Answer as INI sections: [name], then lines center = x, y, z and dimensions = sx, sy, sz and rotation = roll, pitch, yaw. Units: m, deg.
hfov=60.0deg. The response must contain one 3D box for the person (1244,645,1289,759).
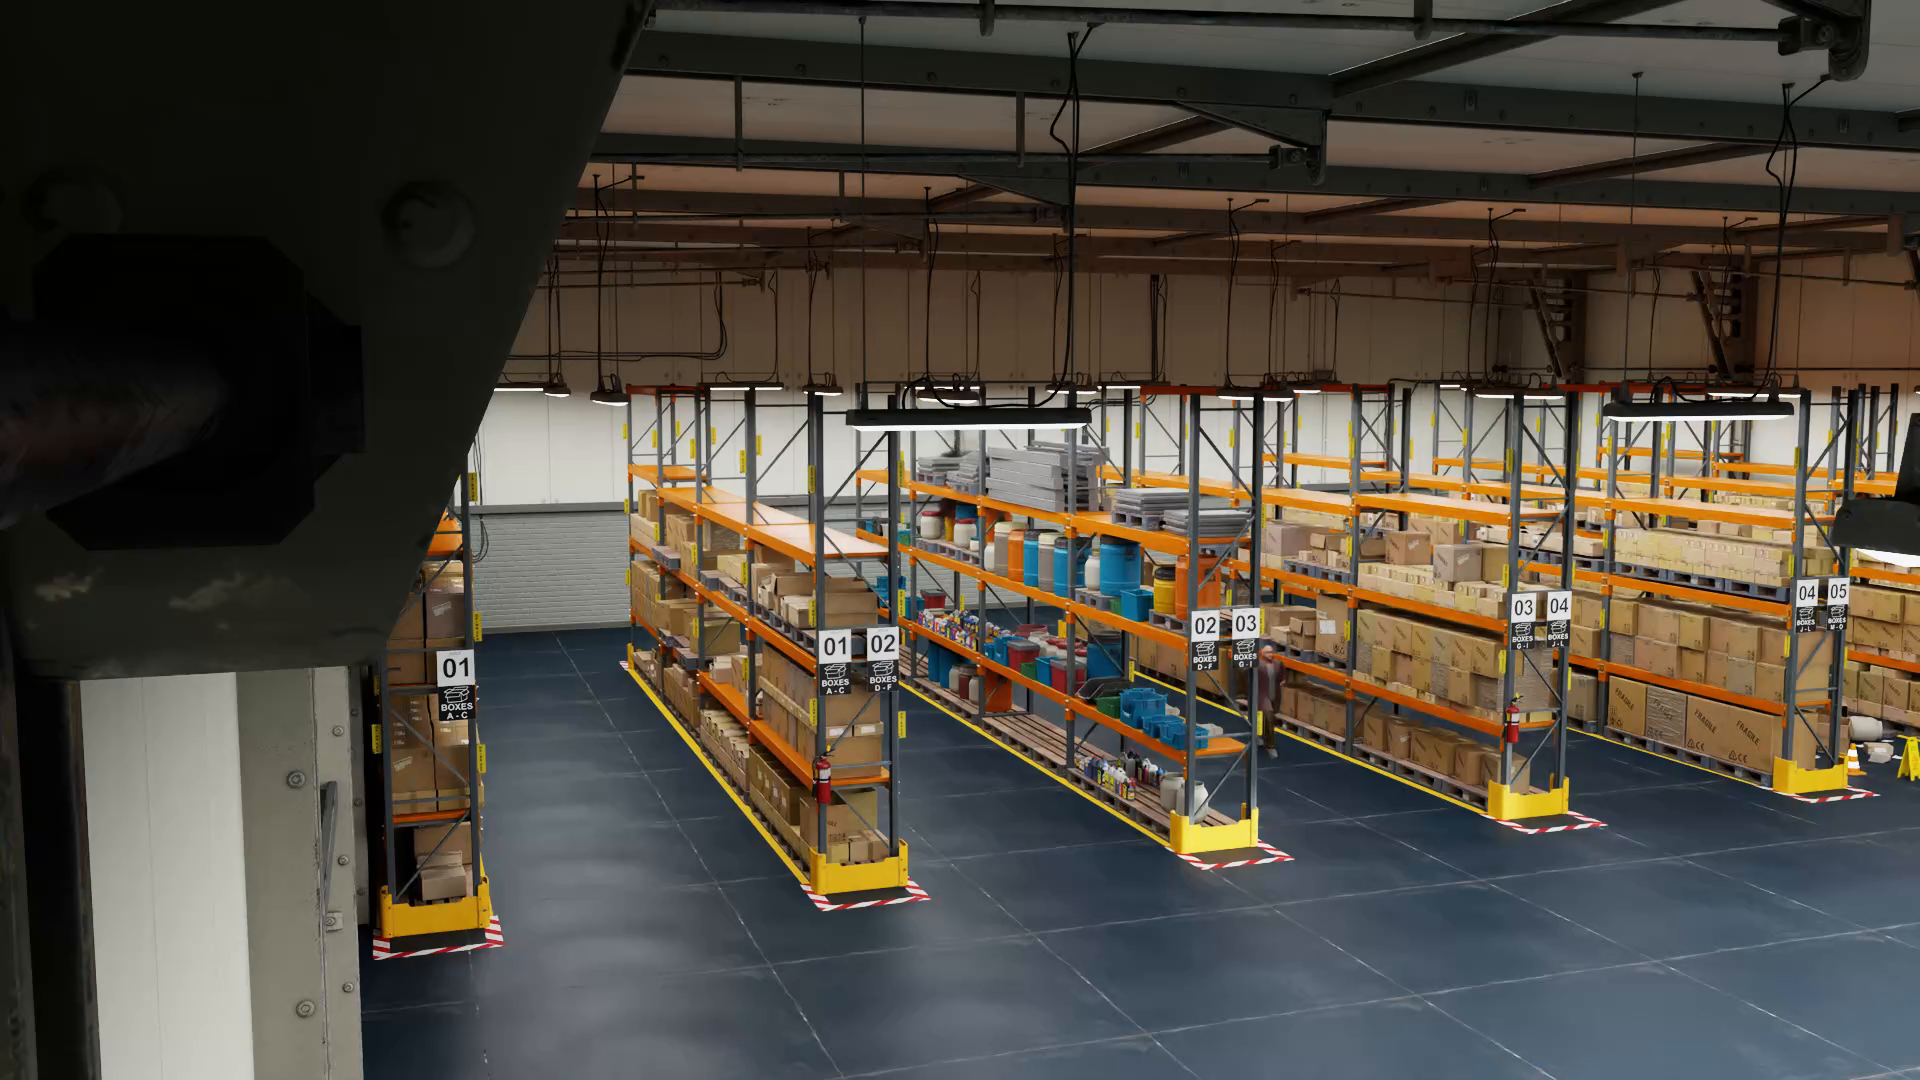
[person]
center = 5.080, 2.617, 27.391
dimensions = 0.686, 1.804, 0.988
rotation = -2, 6, -15
